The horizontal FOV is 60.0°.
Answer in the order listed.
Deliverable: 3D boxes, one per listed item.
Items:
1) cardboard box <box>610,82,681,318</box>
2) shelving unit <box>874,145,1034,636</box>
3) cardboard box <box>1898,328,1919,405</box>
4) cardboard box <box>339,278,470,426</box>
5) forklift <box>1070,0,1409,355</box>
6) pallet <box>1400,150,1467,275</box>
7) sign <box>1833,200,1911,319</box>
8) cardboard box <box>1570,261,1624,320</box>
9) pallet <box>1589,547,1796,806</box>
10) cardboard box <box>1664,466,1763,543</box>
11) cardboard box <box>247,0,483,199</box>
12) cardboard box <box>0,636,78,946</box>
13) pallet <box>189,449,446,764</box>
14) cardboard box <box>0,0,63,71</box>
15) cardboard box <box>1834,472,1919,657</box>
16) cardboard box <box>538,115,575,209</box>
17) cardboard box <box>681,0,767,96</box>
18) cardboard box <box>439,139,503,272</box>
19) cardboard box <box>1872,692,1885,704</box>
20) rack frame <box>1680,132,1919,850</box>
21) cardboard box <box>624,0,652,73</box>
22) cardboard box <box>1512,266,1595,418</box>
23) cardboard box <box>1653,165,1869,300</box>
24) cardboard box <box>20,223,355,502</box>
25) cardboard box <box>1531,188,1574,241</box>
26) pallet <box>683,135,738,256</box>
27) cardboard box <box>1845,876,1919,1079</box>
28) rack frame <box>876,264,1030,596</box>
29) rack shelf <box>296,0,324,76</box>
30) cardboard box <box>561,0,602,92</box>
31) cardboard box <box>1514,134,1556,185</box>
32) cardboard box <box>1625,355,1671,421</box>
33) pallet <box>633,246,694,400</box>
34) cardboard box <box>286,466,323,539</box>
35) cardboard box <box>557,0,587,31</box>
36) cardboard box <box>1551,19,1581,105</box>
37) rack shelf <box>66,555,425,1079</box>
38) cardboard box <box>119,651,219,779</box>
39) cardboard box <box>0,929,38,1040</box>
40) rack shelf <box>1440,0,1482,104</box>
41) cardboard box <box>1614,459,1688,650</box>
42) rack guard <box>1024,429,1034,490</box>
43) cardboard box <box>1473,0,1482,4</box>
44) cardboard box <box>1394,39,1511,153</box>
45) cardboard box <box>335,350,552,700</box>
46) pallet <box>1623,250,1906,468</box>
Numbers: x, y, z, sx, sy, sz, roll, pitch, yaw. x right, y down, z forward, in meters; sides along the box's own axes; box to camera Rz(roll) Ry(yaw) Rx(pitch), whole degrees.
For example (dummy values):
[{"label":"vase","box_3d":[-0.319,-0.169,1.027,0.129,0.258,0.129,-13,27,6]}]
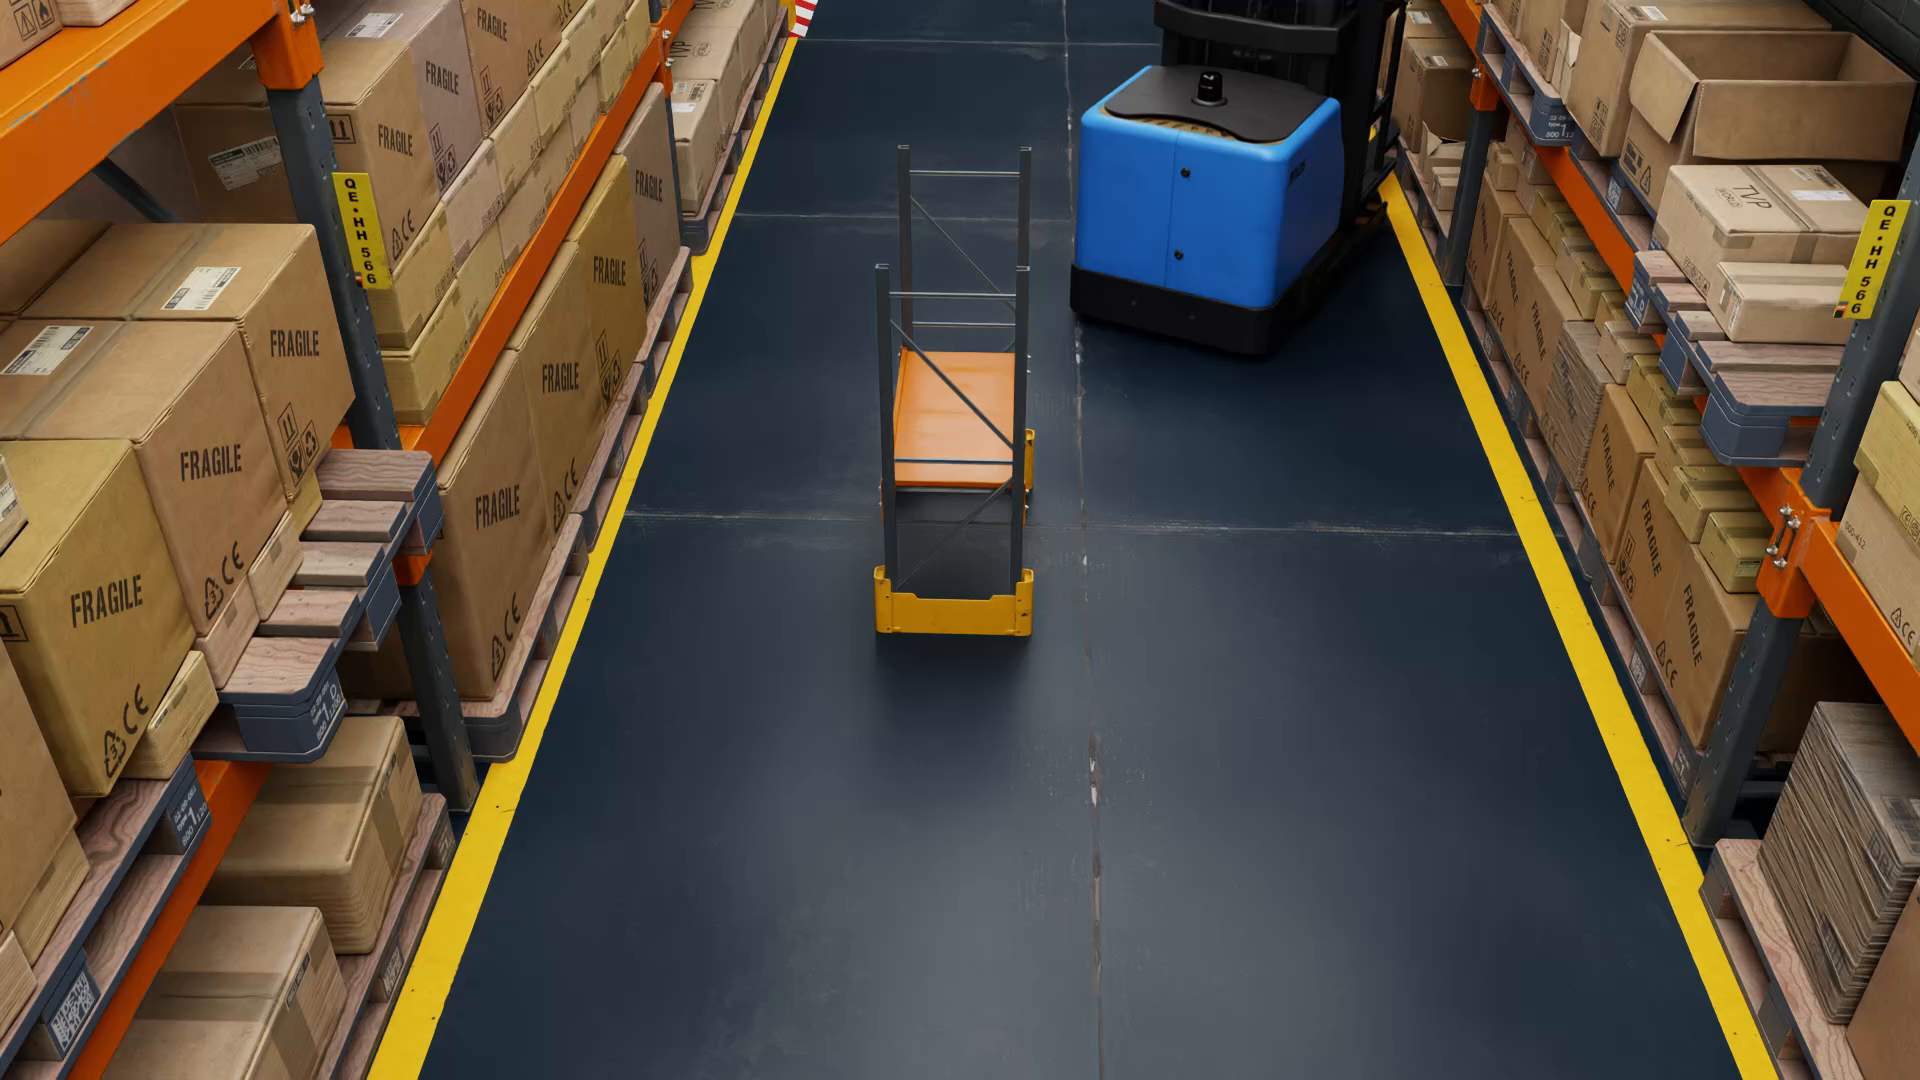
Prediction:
[{"label":"cardboard box","box_3d":[-1.892,-1.614,7.920,0.875,0.875,0.875,2,35,3]},{"label":"shelving unit","box_3d":[-0.003,-0.570,6.256,0.587,1.500,1.083,1,35,2]},{"label":"cardboard box","box_3d":[2.545,-0.388,4.043,0.380,0.149,0.250,2,35,3]},{"label":"cardboard box","box_3d":[-1.837,-0.585,5.104,0.500,0.250,0.500,1,35,1]},{"label":"forklift","box_3d":[1.693,-2.903,8.332,1.130,2.935,3.031,17,39,23]},{"label":"pallet","box_3d":[3.041,-1.810,9.142,1.003,0.211,1.213,1,35,2]},{"label":"sign","box_3d":[2.310,-0.707,4.209,0.100,0.325,0.005,1,35,2]},{"label":"cardboard box","box_3d":[2.743,-1.019,6.836,0.380,0.149,0.250,3,35,4]},{"label":"pallet","box_3d":[2.920,0.454,5.920,1.003,0.211,1.213,1,35,2]},{"label":"cardboard box","box_3d":[2.599,-0.120,5.557,0.380,0.149,0.250,0,35,-1]},{"label":"cardboard box","box_3d":[-1.833,-1.384,5.154,0.500,0.500,0.500,1,35,2]},{"label":"cardboard box","box_3d":[-1.900,0.463,2.771,0.500,0.500,0.500,0,35,0]},{"label":"pallet","box_3d":[-2.030,0.119,4.138,1.213,0.211,1.003,1,35,2]},{"label":"cardboard box","box_3d":[-2.156,-1.095,3.003,0.700,0.500,0.500,1,35,2]},{"label":"cardboard box","box_3d":[2.590,0.052,4.197,0.500,0.250,0.500,1,35,2]},{"label":"cardboard box","box_3d":[-1.790,-1.465,6.357,0.500,0.250,0.500,1,35,2]},{"label":"cardboard box","box_3d":[-1.741,-3.183,10.534,0.875,0.438,0.875,2,35,3]},{"label":"cardboard box","box_3d":[-1.819,-1.096,5.397,0.500,0.250,0.500,2,35,3]},{"label":"cardboard box","box_3d":[3.149,0.357,5.442,0.500,0.500,0.500,3,35,4]},{"label":"rack frame","box_3d":[2.852,-0.258,4.509,1.000,3.000,0.127,1,35,2]},{"label":"cardboard box","box_3d":[-1.713,-2.344,7.607,0.500,0.250,0.500,1,35,1]},{"label":"cardboard box","box_3d":[2.733,-0.840,7.145,0.500,0.500,0.500,0,35,0]},{"label":"cardboard box","box_3d":[2.571,-0.983,5.305,0.500,0.250,0.500,0,35,0]},{"label":"cardboard box","box_3d":[-1.848,-0.438,4.053,0.500,0.500,0.500,0,35,1]},{"label":"cardboard box","box_3d":[2.800,-1.463,7.467,0.380,0.149,0.250,0,35,-1]},{"label":"pallet","box_3d":[-1.838,-1.963,9.360,1.003,0.211,1.213,1,35,2]},{"label":"cardboard box","box_3d":[2.795,1.275,4.027,0.875,0.625,0.625,2,35,3]},{"label":"rack frame","box_3d":[-0.024,-0.273,5.833,0.500,1.500,0.032,1,35,2]},{"label":"rack shelf","box_3d":[-2.027,-2.453,5.648,1.077,0.370,4.000,1,35,2]},{"label":"cardboard box","box_3d":[-1.749,-1.968,6.638,0.500,0.250,0.500,2,35,3]},{"label":"cardboard box","box_3d":[2.770,-1.742,7.606,0.380,0.149,0.250,0,35,0]},{"label":"cardboard box","box_3d":[2.719,-0.564,6.189,0.380,0.149,0.250,1,35,1]},{"label":"pallet","box_3d":[-1.903,-1.083,8.108,1.003,0.211,1.213,1,35,2]},{"label":"cardboard box","box_3d":[-1.824,-0.090,4.123,0.380,0.149,0.250,2,35,3]},{"label":"cardboard box","box_3d":[-1.767,-2.268,6.412,0.500,0.500,0.500,2,35,3]},{"label":"cardboard box","box_3d":[2.574,-1.884,6.574,0.396,0.266,0.258,3,35,4]},{"label":"rack shelf","box_3d":[-2.188,1.072,3.241,1.077,0.370,4.000,1,35,2]},{"label":"cardboard box","box_3d":[-1.805,0.358,3.485,0.380,0.149,0.250,2,35,3]},{"label":"cardboard box","box_3d":[-1.850,0.800,2.857,0.380,0.149,0.250,3,35,4]},{"label":"rack shelf","box_3d":[3.093,-3.411,9.621,1.077,0.370,4.000,1,35,2]},{"label":"cardboard box","box_3d":[2.685,0.057,5.869,0.500,0.500,0.500,1,35,1]},{"label":"rack guard","box_3d":[0.017,-0.345,7.023,0.587,0.250,0.087,1,35,2]},{"label":"cardboard box","box_3d":[2.762,-2.793,8.334,0.380,0.149,0.250,2,35,3]},{"label":"cardboard box","box_3d":[2.939,-2.568,9.604,0.700,0.500,0.500,0,35,0]},{"label":"cardboard box","box_3d":[-1.997,-0.068,5.721,0.875,0.875,0.875,1,35,1]},{"label":"pallet","box_3d":[2.809,-0.571,5.121,1.213,0.211,1.003,1,35,2]}]
